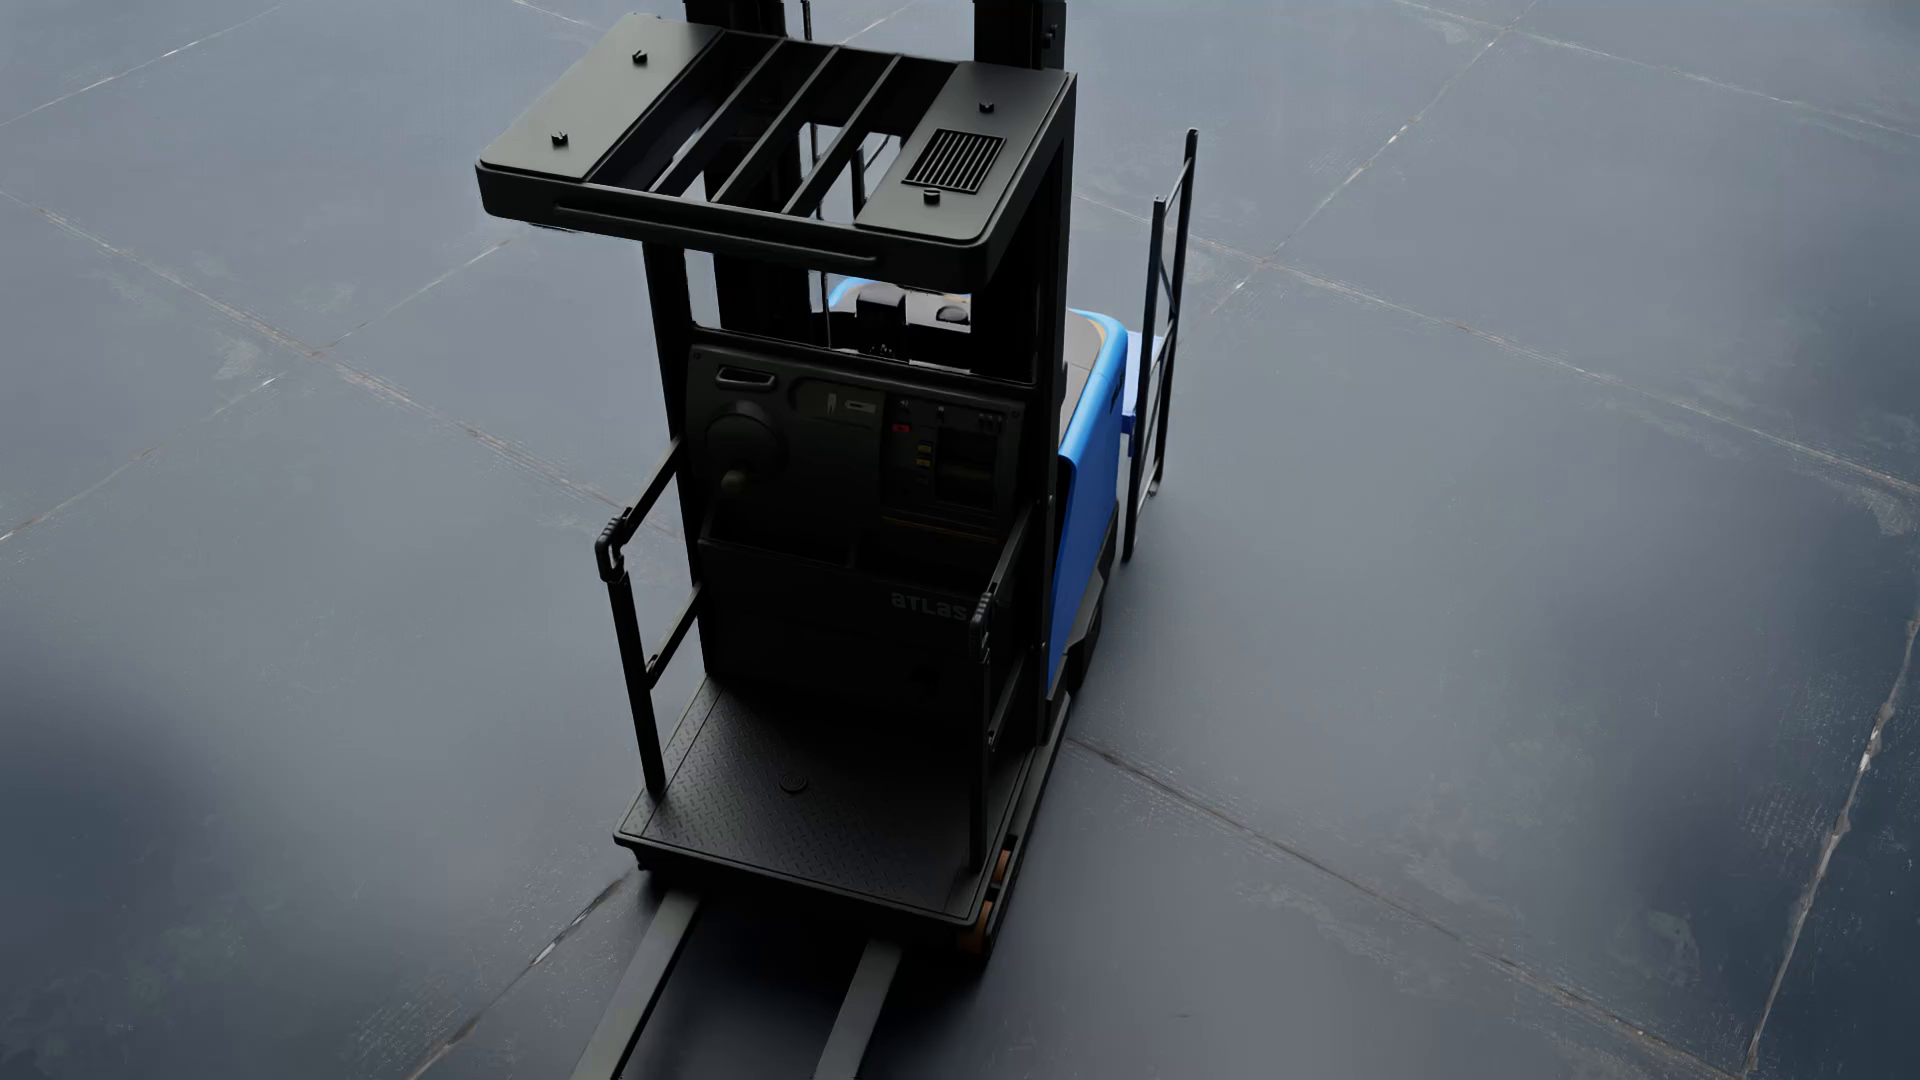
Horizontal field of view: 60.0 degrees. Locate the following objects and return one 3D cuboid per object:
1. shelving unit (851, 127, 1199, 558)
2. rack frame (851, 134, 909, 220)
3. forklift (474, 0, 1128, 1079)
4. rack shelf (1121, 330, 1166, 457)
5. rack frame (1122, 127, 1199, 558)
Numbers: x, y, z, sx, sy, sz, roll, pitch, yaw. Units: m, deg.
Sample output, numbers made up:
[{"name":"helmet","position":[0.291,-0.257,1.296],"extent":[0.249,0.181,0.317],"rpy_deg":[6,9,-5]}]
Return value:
[{"name":"shelving unit","position":[0.218,-0.763,5.978],"extent":[1.048,1.500,0.538],"rpy_deg":[13,43,14]},{"name":"rack frame","position":[-0.263,-0.872,6.099],"extent":[0.032,1.500,0.500],"rpy_deg":[13,43,14]},{"name":"forklift","position":[-0.347,-0.178,4.251],"extent":[1.130,2.935,3.031],"rpy_deg":[11,43,12]},{"name":"rack shelf","position":[0.218,-0.629,6.097],"extent":[1.000,0.185,0.538],"rpy_deg":[13,43,14]},{"name":"rack frame","position":[0.699,-0.654,5.856],"extent":[0.032,1.500,0.500],"rpy_deg":[13,43,14]}]
